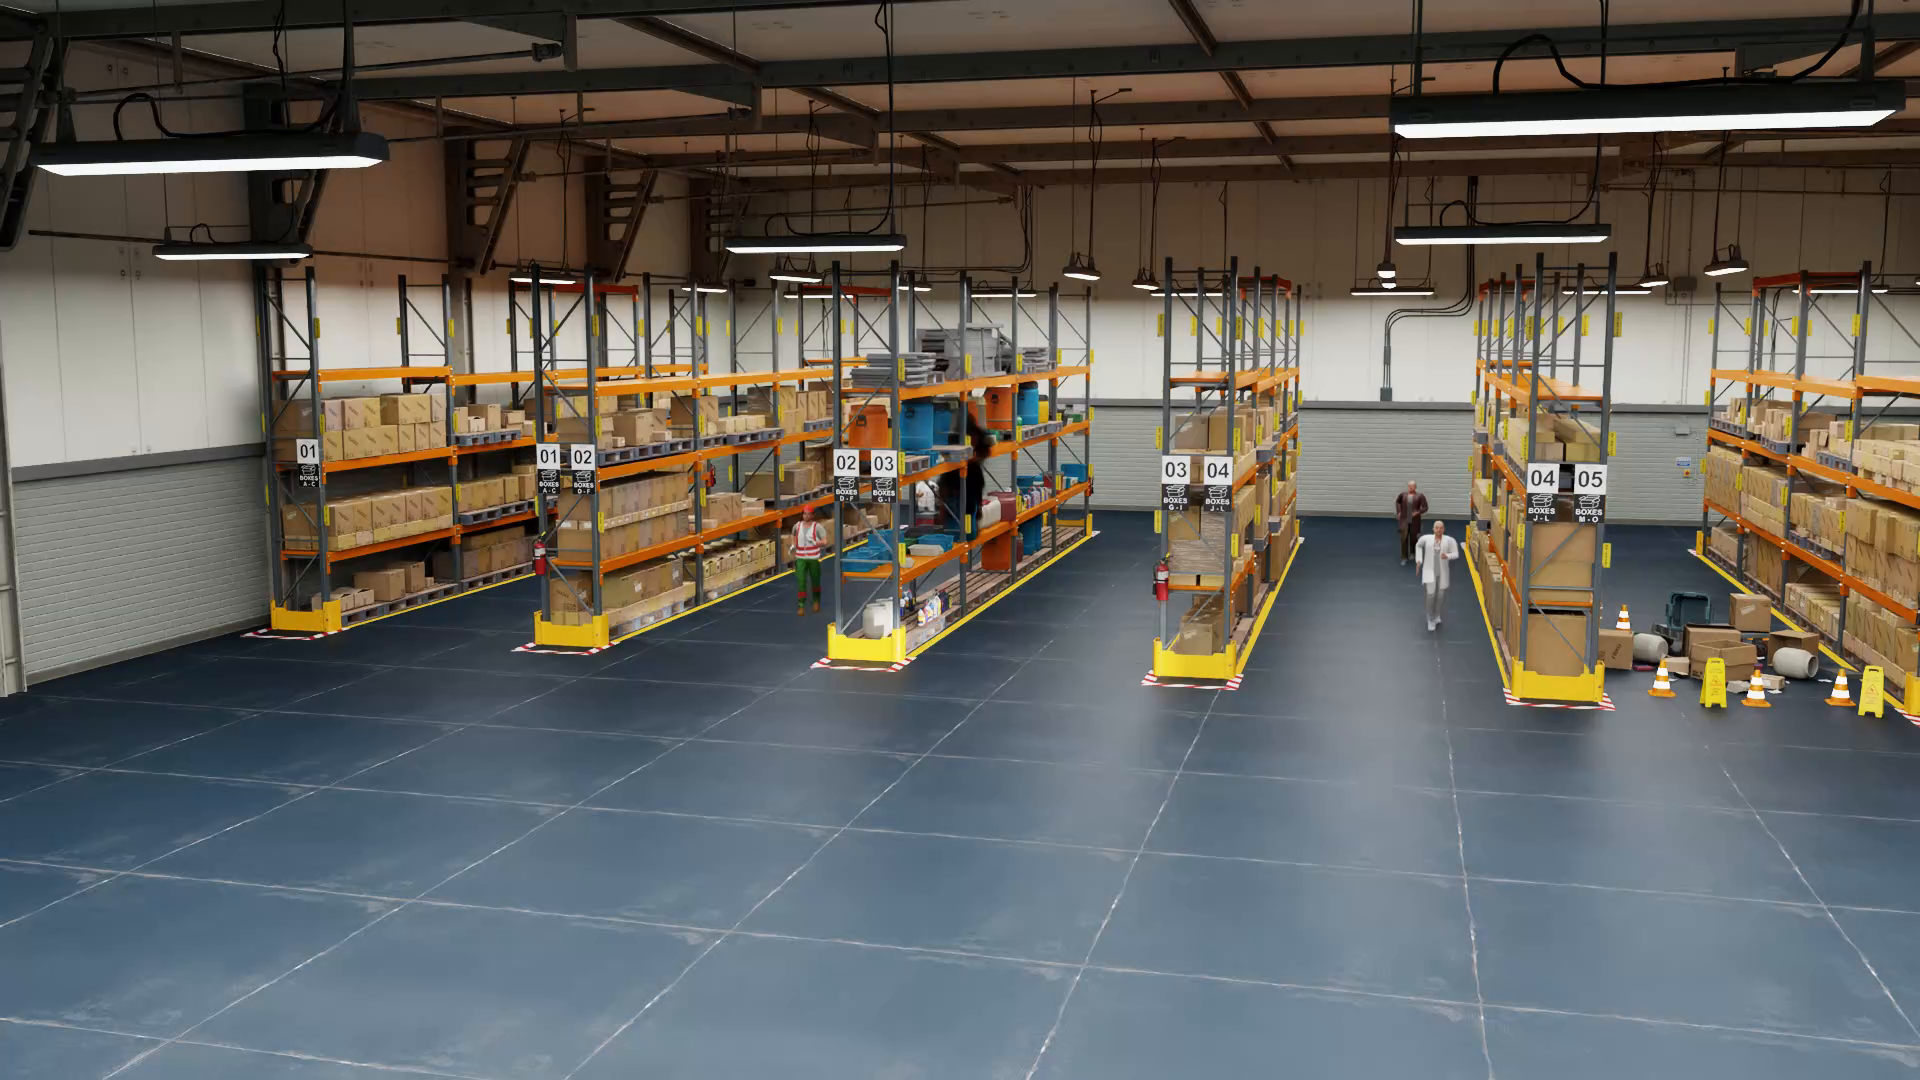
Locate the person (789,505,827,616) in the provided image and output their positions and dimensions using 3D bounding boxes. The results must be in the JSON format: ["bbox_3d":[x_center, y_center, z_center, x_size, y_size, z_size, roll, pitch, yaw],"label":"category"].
[{"bbox_3d":[-2.507,0.334,27.420,0.659,1.823,0.932,1,7,5],"label":"person"}]

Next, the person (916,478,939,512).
[{"bbox_3d":[-0.786,-0.752,38.847,0.594,1.699,0.819,0,7,1],"label":"person"}]

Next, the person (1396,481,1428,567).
[{"bbox_3d":[9.588,-0.370,35.371,0.714,1.798,1.013,3,8,23],"label":"person"}]

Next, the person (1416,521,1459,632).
[{"bbox_3d":[7.989,0.590,27.873,0.666,1.847,0.937,1,7,9],"label":"person"}]
